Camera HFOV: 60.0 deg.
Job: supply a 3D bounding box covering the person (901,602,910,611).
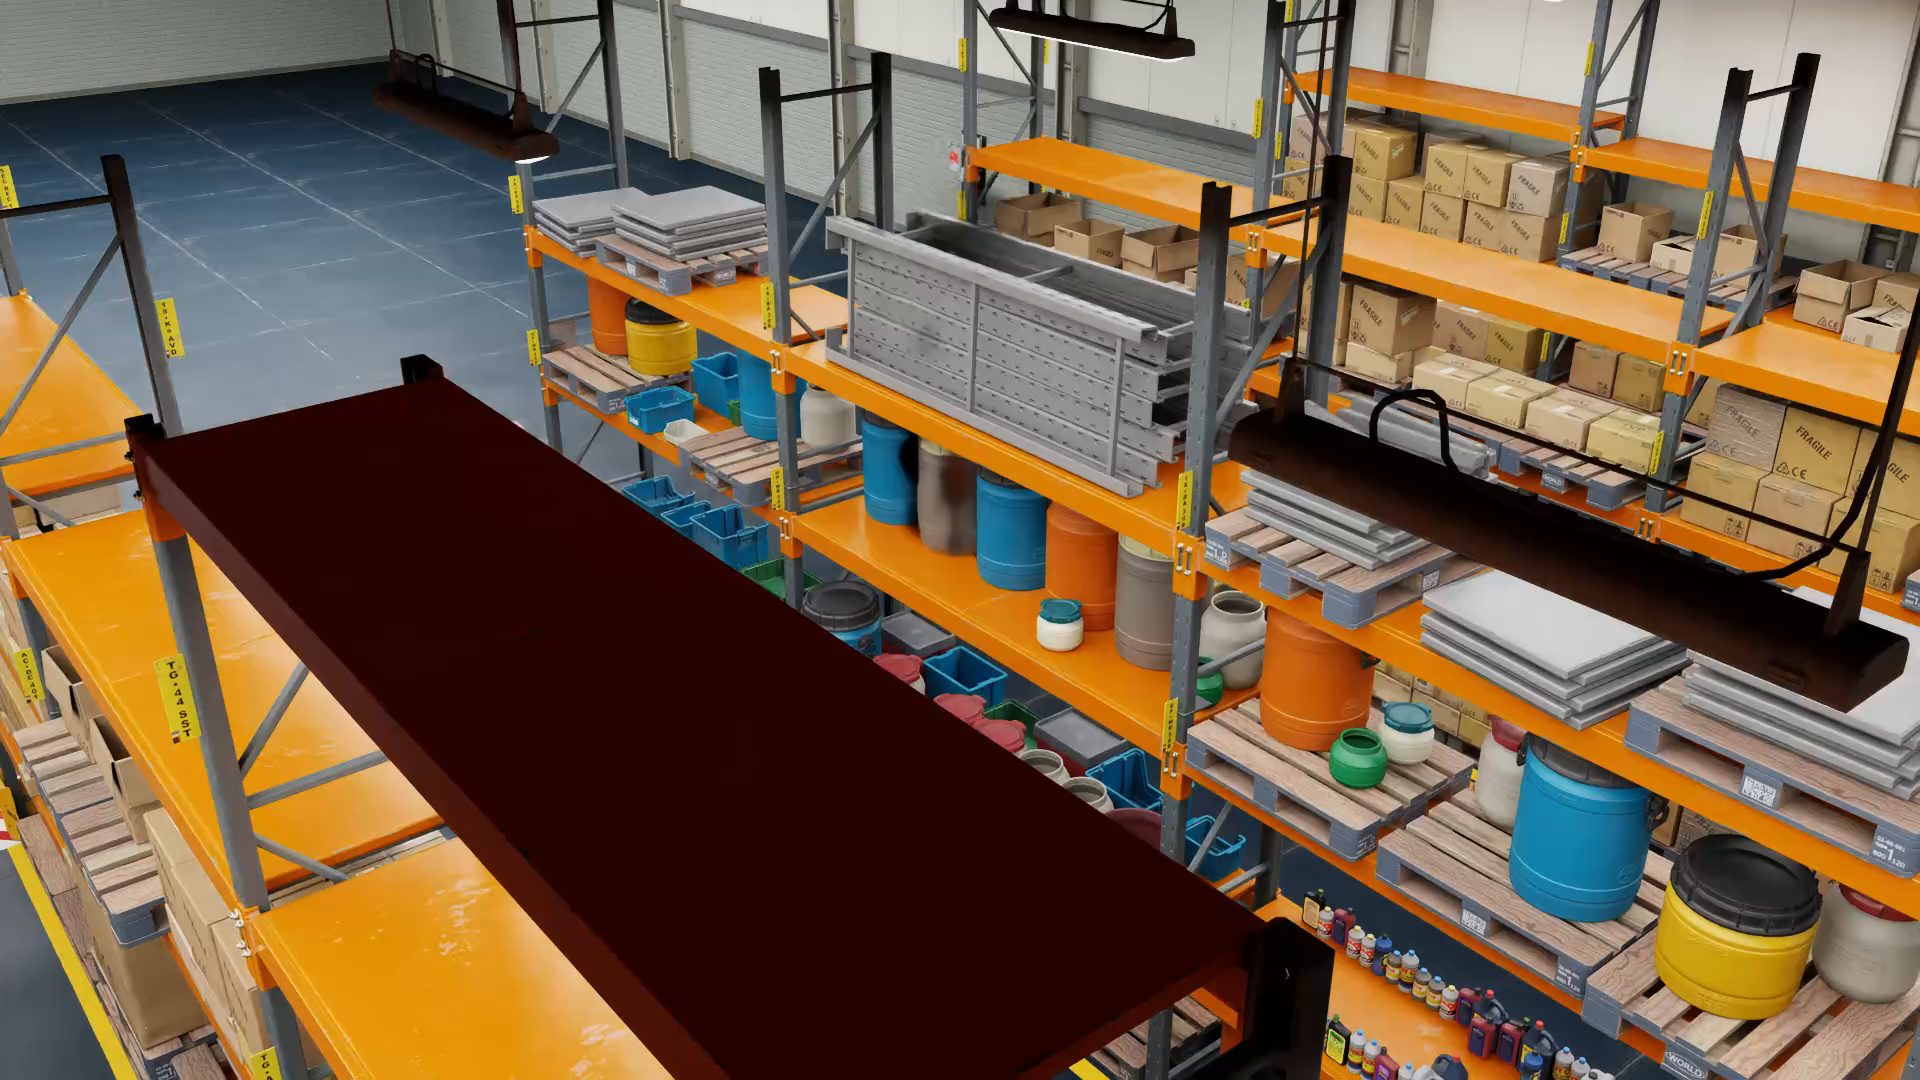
[{"bbox_3d":[-0.258,0.808,14.713,0.677,1.715,0.912,-22,34,-38],"label":"person"}]
